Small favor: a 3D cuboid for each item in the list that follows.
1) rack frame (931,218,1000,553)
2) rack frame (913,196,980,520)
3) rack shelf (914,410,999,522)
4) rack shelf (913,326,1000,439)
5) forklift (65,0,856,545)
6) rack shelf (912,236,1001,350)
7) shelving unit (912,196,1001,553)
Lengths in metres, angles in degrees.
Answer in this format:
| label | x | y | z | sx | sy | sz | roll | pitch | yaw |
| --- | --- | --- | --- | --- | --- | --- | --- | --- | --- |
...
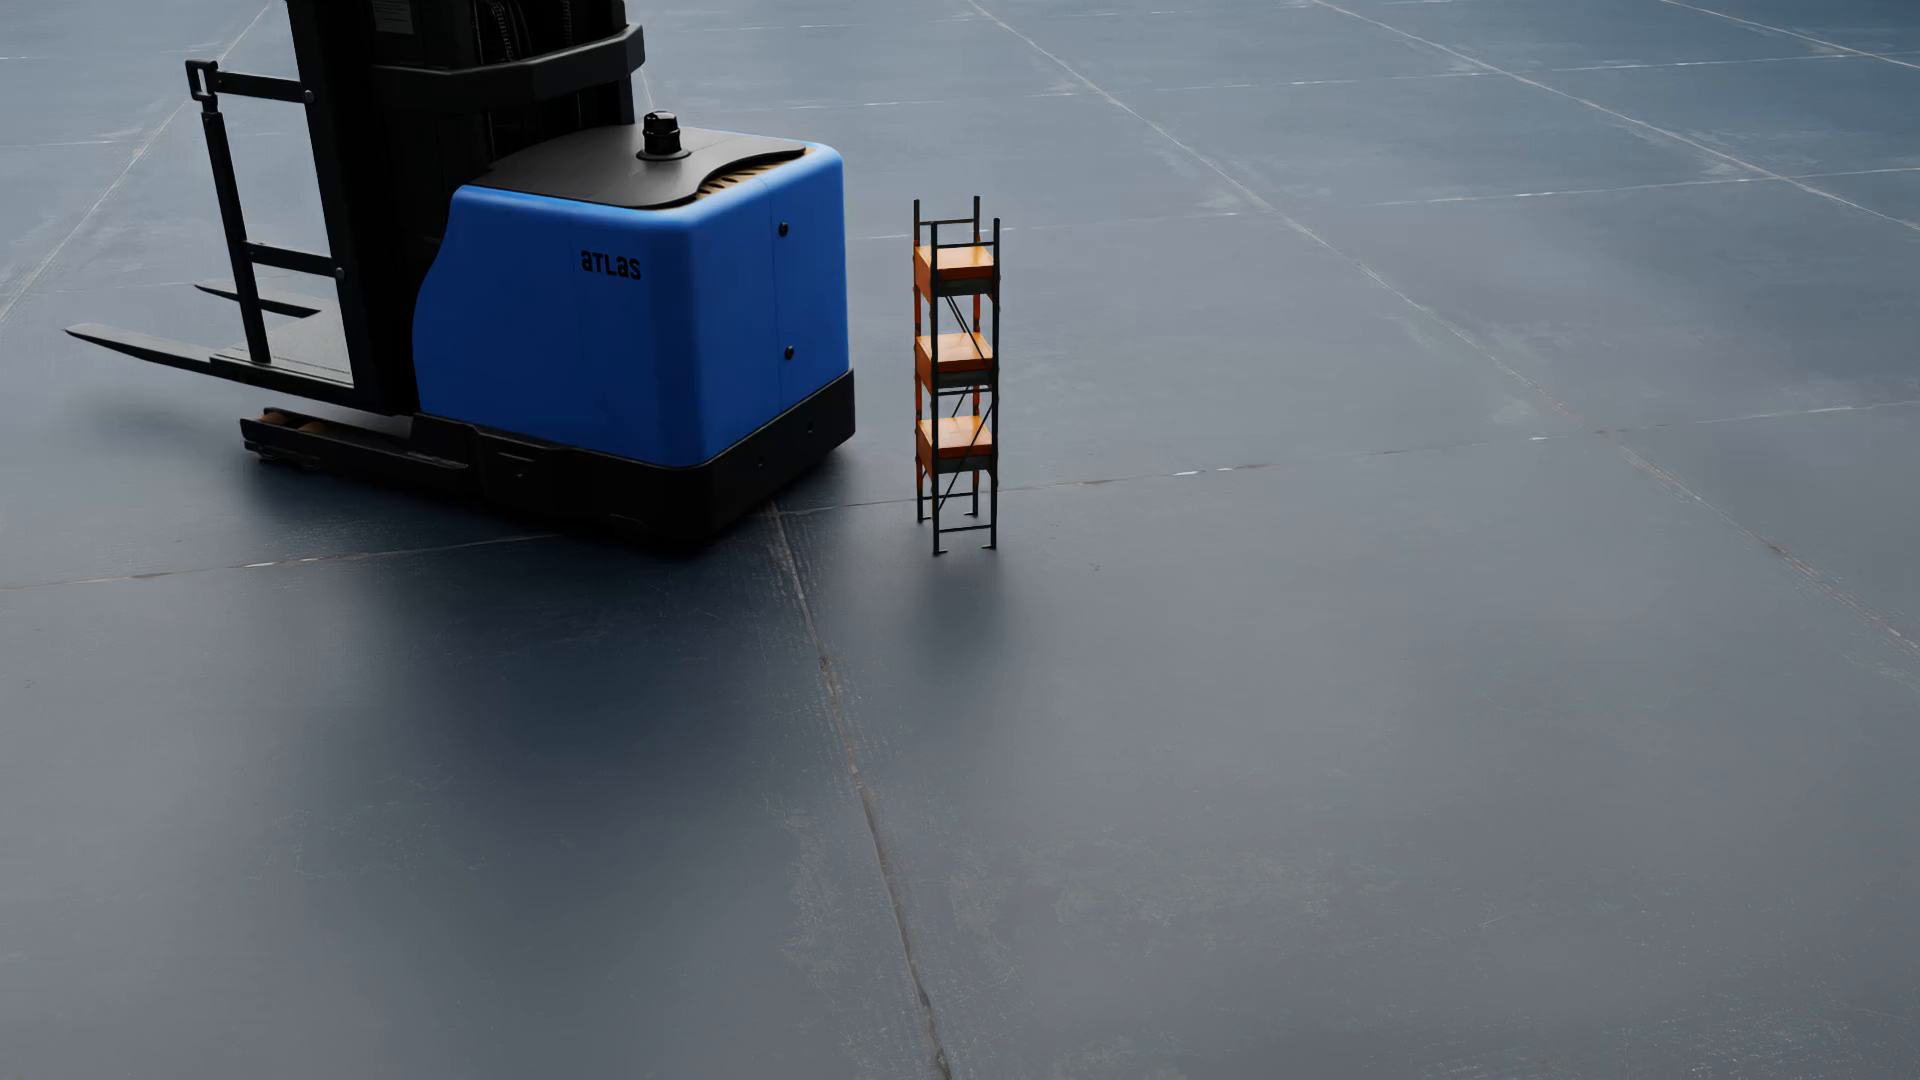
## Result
| label | x | y | z | sx | sy | sz | roll | pitch | yaw |
| --- | --- | --- | --- | --- | --- | --- | --- | --- | --- |
| rack frame | 0.015 | -0.439 | 4.954 | 0.200 | 1.050 | 0.008 | -6 | 27 | -12 |
| rack frame | -0.040 | -0.546 | 5.166 | 0.200 | 1.050 | 0.008 | -6 | 27 | -12 |
| rack shelf | -0.012 | -0.235 | 5.190 | 0.215 | 0.259 | 0.240 | -6 | 27 | -12 |
| rack shelf | -0.012 | -0.483 | 5.065 | 0.215 | 0.259 | 0.240 | -6 | 27 | -12 |
| forklift | -1.919 | -1.742 | 5.449 | 3.031 | 2.935 | 1.130 | 13 | 29 | 24 |
| rack shelf | -0.012 | -0.736 | 4.937 | 0.215 | 0.259 | 0.240 | -6 | 27 | -12 |
| shelving unit | -0.012 | -0.492 | 5.060 | 0.215 | 1.050 | 0.252 | -6 | 27 | -12 |
